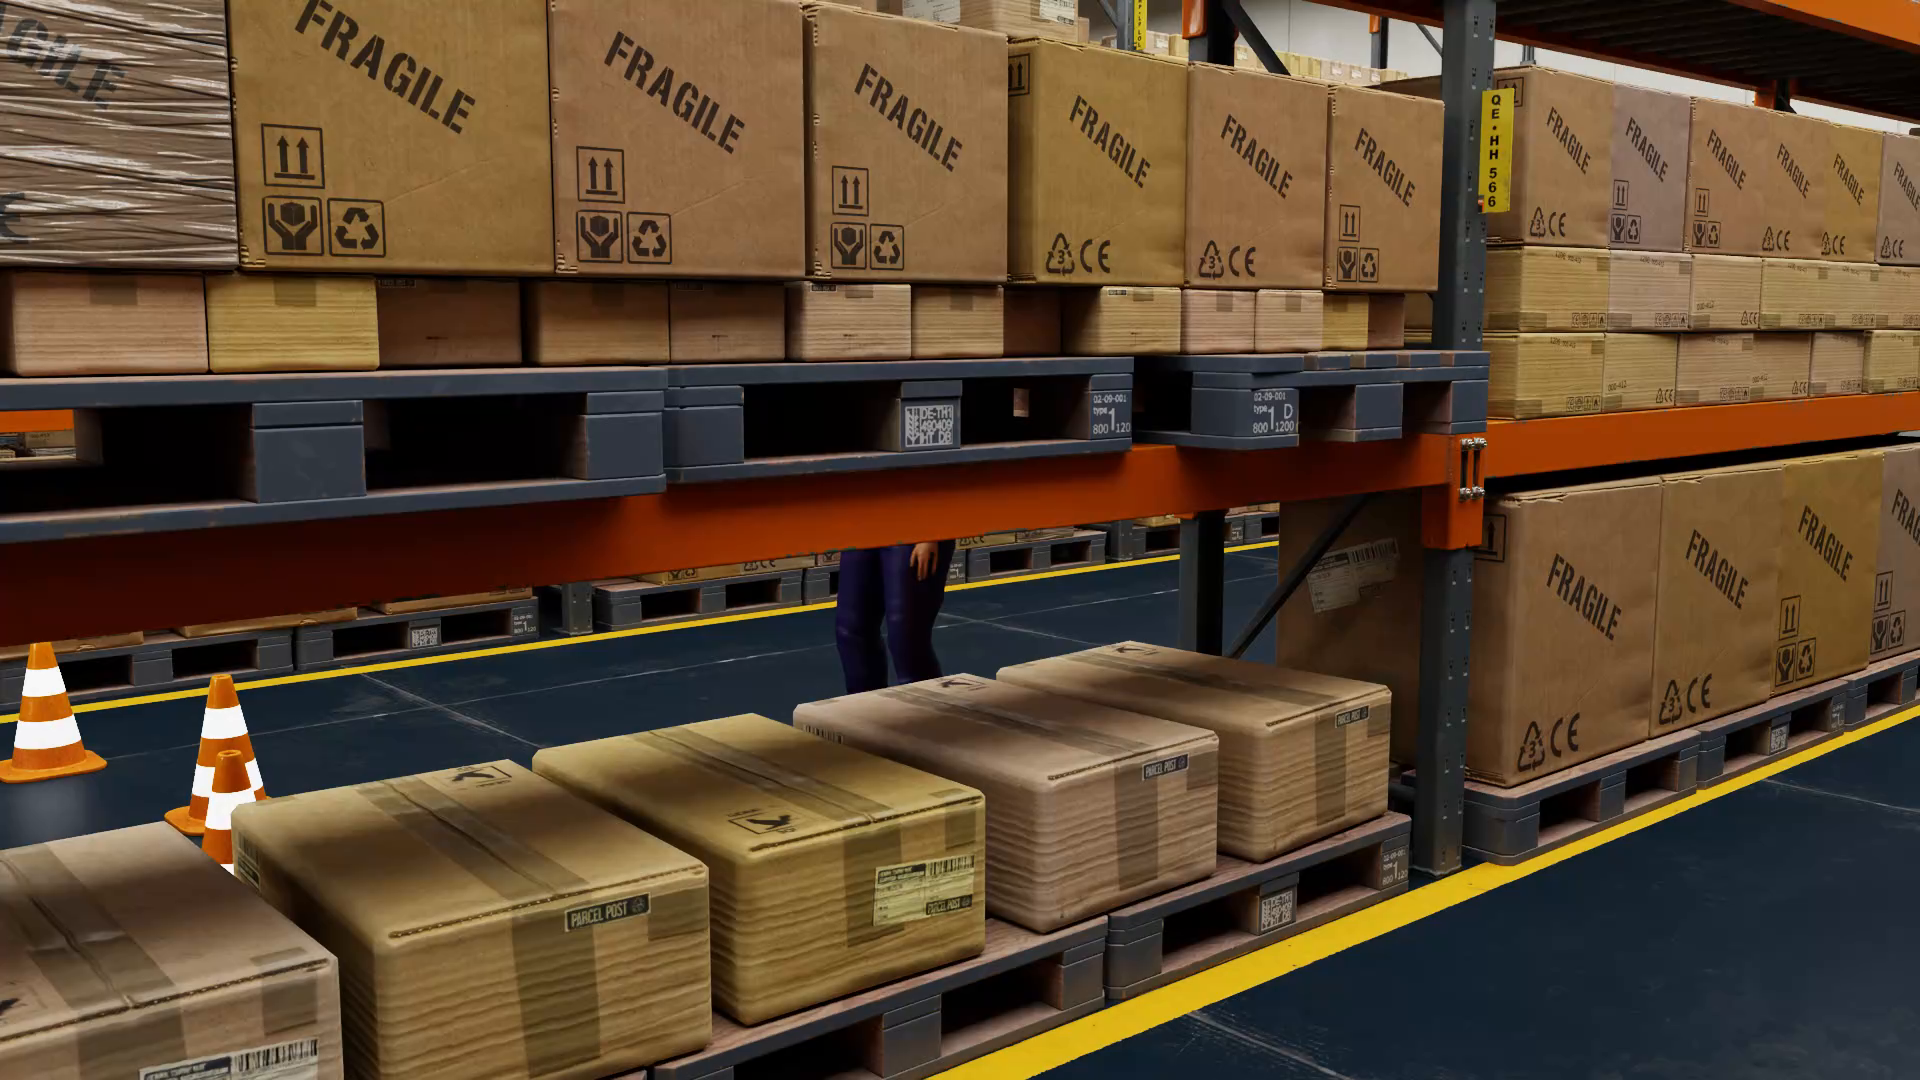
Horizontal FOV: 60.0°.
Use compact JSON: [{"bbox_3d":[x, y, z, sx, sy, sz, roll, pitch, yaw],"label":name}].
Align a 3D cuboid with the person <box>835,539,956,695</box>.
[{"bbox_3d":[-0.244,-0.011,5.900,0.378,1.651,0.538,-7,10,-43],"label":"person"}]
